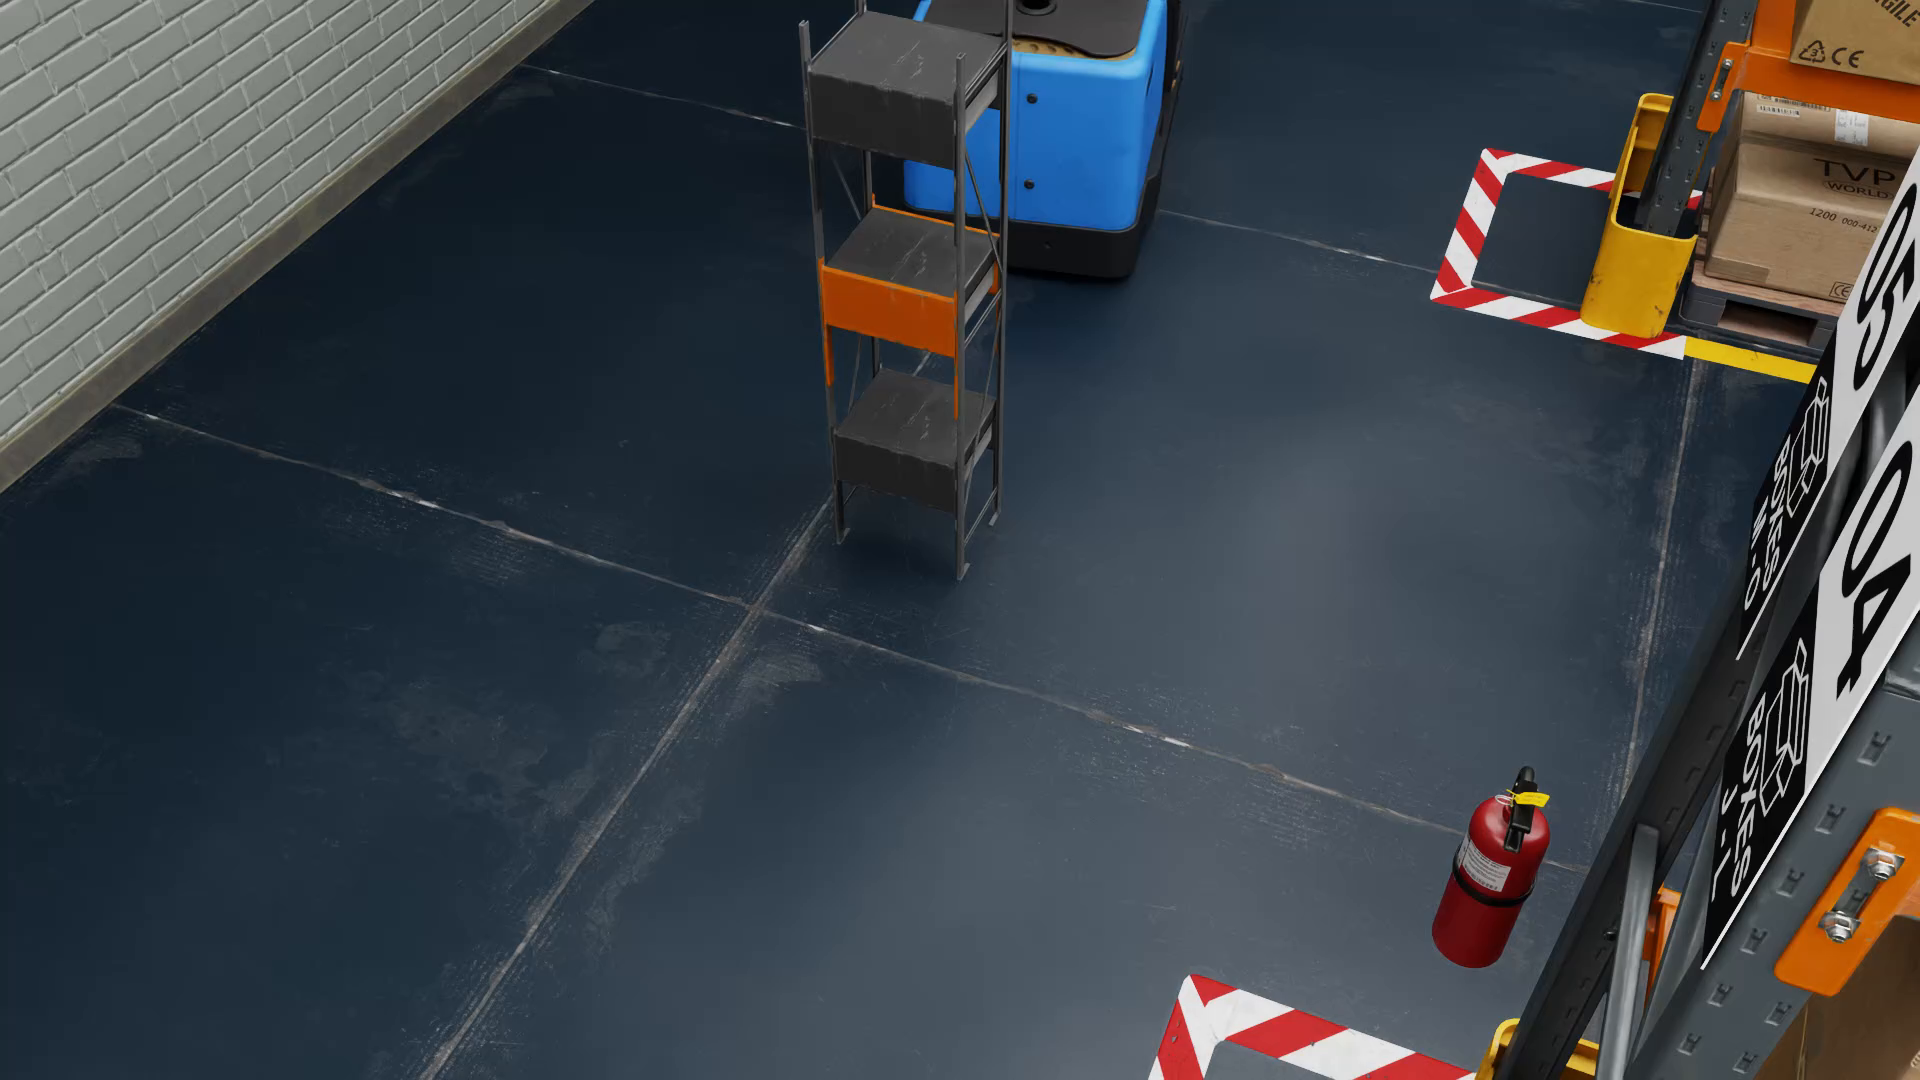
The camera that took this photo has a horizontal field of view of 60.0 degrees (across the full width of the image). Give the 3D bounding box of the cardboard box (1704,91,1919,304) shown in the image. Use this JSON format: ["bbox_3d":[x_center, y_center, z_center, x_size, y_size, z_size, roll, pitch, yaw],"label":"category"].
[{"bbox_3d":[3.725,-1.456,7.105,0.875,0.438,0.875,15,47,15],"label":"cardboard box"}]

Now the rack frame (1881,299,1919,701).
[{"bbox_3d":[1.264,-1.206,1.082,0.127,3.000,1.000,16,47,16],"label":"rack frame"}]

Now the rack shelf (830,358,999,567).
[{"bbox_3d":[-0.153,-0.283,6.058,0.480,0.518,0.431,16,47,16],"label":"rack shelf"}]

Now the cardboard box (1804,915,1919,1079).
[{"bbox_3d":[1.577,0.720,2.409,0.500,0.500,0.500,16,47,16],"label":"cardboard box"}]

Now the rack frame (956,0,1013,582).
[{"bbox_3d":[0.072,-0.723,5.488,0.015,2.100,0.400,16,47,16],"label":"rack frame"}]

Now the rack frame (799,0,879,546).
[{"bbox_3d":[-0.378,-0.856,5.621,0.015,2.100,0.400,16,47,16],"label":"rack frame"}]

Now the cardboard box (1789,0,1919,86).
[{"bbox_3d":[3.409,-2.047,6.110,0.500,0.500,0.500,16,47,16],"label":"cardboard box"}]

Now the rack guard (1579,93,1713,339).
[{"bbox_3d":[3.055,-1.450,7.353,0.348,0.500,1.175,16,47,16],"label":"rack guard"}]

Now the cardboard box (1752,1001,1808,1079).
[{"bbox_3d":[1.572,1.081,2.755,0.500,0.500,0.500,19,48,18],"label":"cardboard box"}]

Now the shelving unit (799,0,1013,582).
[{"bbox_3d":[-0.153,-0.789,5.555,0.503,2.100,0.431,16,47,16],"label":"shelving unit"}]

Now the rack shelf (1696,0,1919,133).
[{"bbox_3d":[4.923,-1.531,6.172,4.000,0.370,1.077,16,47,16],"label":"rack shelf"}]

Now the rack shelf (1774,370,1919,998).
[{"bbox_3d":[3.110,0.655,1.848,4.000,0.370,1.077,16,47,16],"label":"rack shelf"}]

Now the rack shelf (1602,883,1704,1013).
[{"bbox_3d":[3.110,1.719,2.906,4.000,0.370,1.077,16,47,16],"label":"rack shelf"}]

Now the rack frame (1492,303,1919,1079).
[{"bbox_3d":[1.264,0.920,3.198,0.127,3.000,1.000,16,47,16],"label":"rack frame"}]

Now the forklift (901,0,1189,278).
[{"bbox_3d":[0.539,-3.244,7.432,1.130,2.935,3.031,8,45,8],"label":"forklift"}]

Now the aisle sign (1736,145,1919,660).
[{"bbox_3d":[1.313,-0.216,2.498,0.004,0.787,0.394,16,47,16],"label":"aisle sign"}]

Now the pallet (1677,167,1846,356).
[{"bbox_3d":[3.845,-1.175,7.281,1.213,0.211,1.003,16,47,16],"label":"pallet"}]

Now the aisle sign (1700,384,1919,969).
[{"bbox_3d":[1.082,0.174,2.105,0.004,0.787,0.394,16,47,16],"label":"aisle sign"}]

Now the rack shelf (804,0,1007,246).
[{"bbox_3d":[-0.153,-1.276,5.070,0.480,0.518,0.431,16,47,16],"label":"rack shelf"}]

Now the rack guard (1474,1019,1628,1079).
[{"bbox_3d":[1.335,1.827,4.059,0.348,0.500,1.175,16,47,16],"label":"rack guard"}]

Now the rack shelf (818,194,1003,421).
[{"bbox_3d":[-0.153,-0.780,5.564,0.480,0.518,0.431,16,47,16],"label":"rack shelf"}]

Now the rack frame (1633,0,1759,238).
[{"bbox_3d":[3.077,-2.329,6.464,0.127,3.000,1.000,16,47,16],"label":"rack frame"}]

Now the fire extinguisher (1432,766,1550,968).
[{"bbox_3d":[1.210,0.711,3.728,0.183,0.674,0.296,16,47,16],"label":"fire extinguisher"}]
